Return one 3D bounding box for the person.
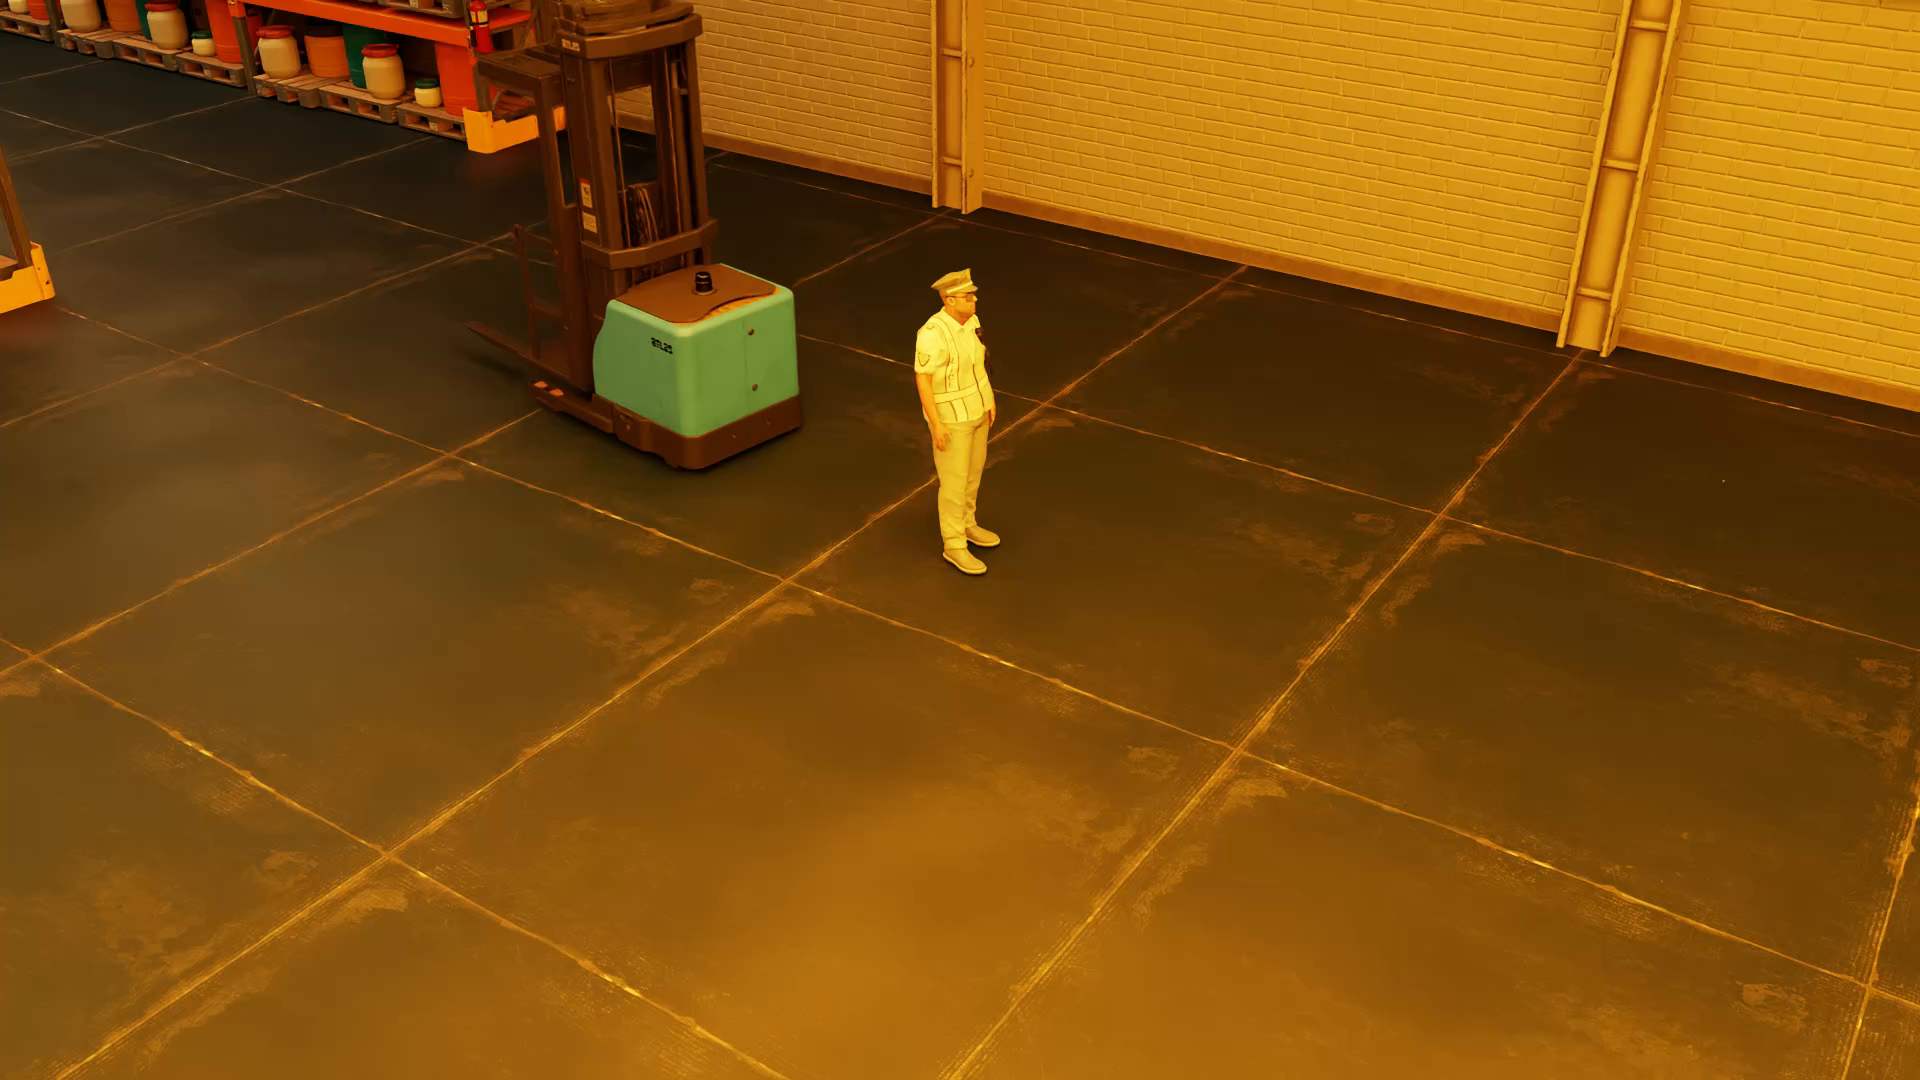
[{"bbox_3d":[0.057,-0.750,10.003,0.575,1.781,0.640,19,35,29],"label":"person"}]

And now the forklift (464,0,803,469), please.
[{"bbox_3d":[-2.535,-2.367,11.658,3.031,2.935,1.130,25,38,36],"label":"forklift"}]
